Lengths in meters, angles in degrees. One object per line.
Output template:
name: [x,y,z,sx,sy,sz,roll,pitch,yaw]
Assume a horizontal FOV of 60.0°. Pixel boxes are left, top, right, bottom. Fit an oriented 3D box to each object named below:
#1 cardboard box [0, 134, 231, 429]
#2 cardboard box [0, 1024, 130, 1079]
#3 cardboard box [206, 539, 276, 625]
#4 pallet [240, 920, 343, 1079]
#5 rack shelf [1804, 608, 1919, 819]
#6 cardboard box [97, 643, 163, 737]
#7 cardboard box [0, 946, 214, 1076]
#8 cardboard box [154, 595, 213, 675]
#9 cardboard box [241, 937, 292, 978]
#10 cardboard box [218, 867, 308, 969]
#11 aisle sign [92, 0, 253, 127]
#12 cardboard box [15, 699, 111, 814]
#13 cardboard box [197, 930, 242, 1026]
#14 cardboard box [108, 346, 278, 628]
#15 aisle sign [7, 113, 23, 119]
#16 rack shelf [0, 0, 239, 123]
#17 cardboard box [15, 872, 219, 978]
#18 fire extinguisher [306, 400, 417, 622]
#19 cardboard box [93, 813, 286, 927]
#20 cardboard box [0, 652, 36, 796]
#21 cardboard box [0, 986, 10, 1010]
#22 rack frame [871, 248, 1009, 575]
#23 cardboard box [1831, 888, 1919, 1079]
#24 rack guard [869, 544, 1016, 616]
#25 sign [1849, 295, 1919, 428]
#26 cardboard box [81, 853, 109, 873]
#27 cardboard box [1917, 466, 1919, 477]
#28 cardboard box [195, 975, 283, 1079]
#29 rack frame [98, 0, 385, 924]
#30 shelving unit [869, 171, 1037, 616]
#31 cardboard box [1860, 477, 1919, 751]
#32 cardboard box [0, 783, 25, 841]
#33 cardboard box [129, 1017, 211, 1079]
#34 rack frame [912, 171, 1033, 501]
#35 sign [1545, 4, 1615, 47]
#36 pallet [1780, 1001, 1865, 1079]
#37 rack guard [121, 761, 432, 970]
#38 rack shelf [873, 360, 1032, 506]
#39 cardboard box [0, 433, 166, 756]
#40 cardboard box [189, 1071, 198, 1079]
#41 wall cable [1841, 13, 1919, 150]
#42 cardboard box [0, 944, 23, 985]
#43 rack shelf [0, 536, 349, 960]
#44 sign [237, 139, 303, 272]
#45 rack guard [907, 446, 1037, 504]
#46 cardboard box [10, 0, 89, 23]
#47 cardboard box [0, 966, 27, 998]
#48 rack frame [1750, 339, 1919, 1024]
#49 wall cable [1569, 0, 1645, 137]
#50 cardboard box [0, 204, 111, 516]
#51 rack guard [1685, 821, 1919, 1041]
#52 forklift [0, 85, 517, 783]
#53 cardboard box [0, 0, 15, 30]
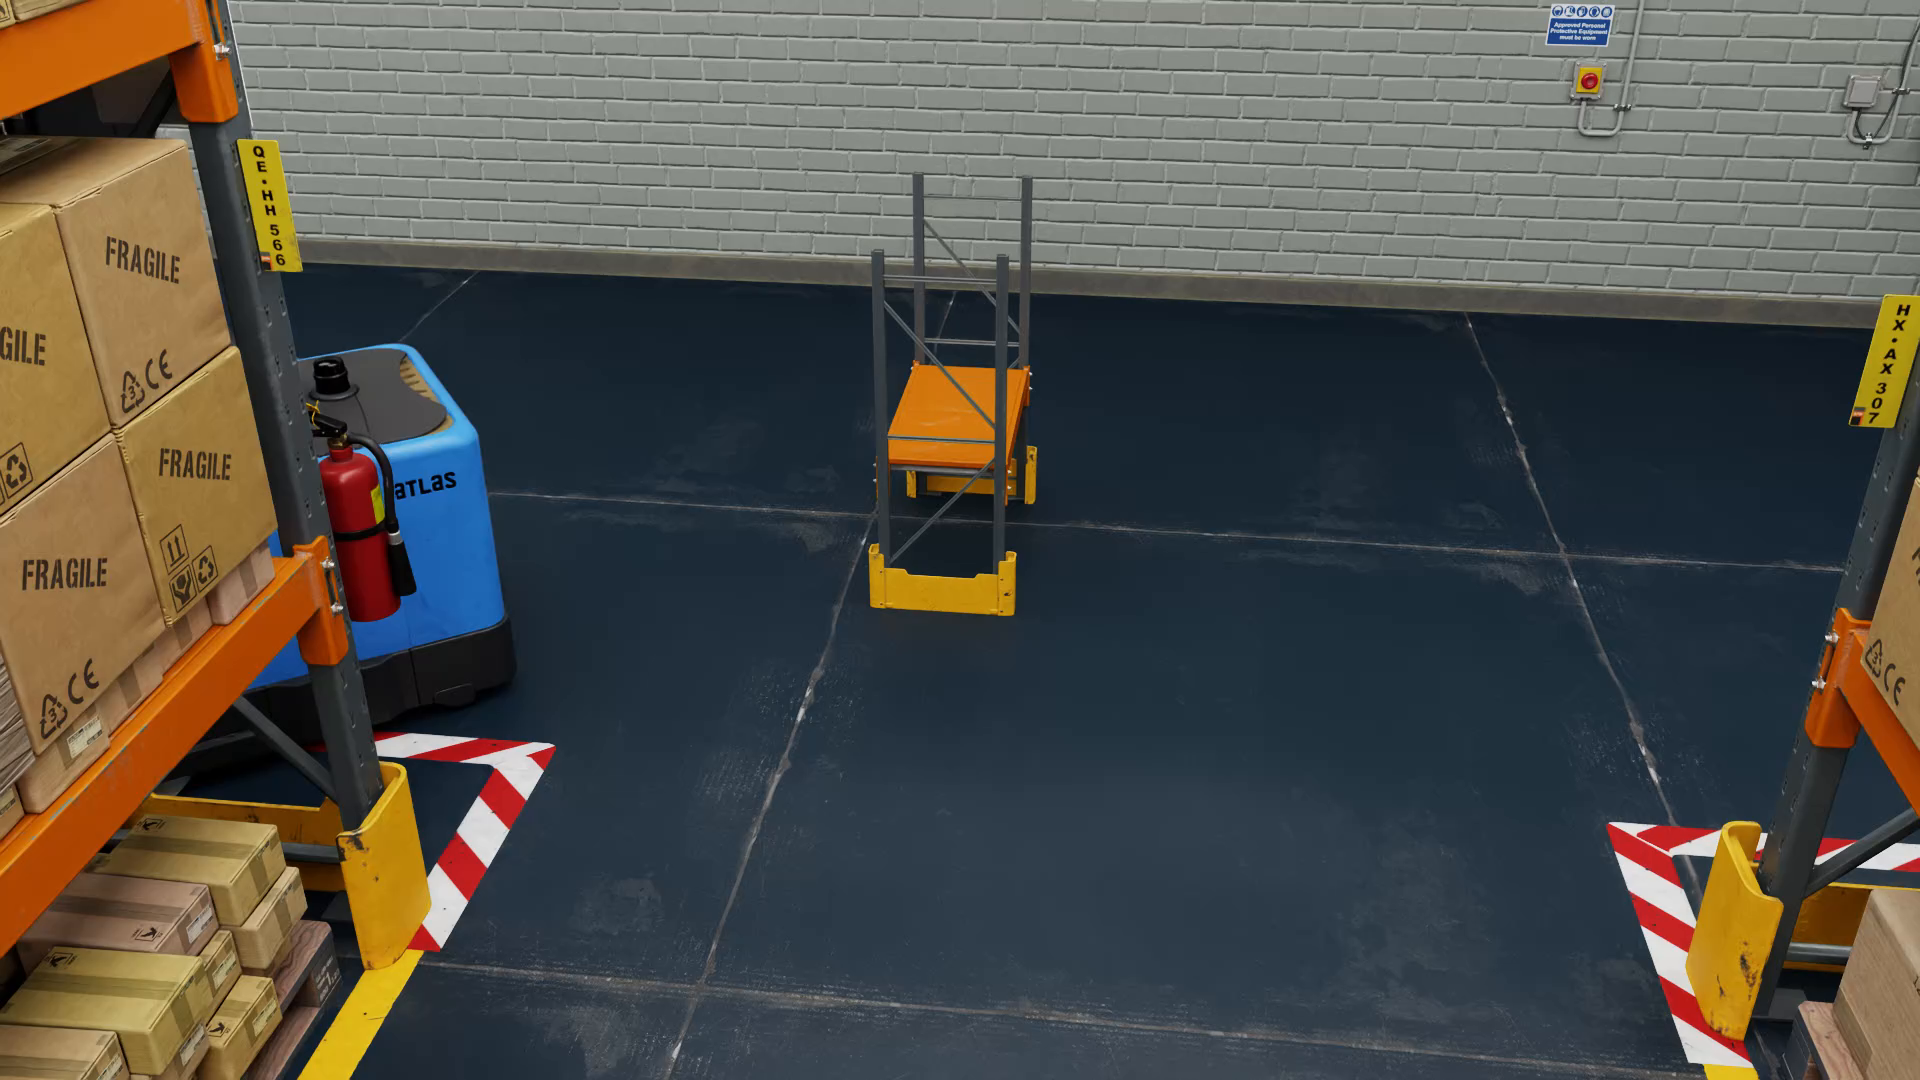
cardboard box: [-2.030,-0.586,3.702,0.500,0.500,0.500,3,28,5]
cardboard box: [-2.122,1.234,3.733,0.380,0.149,0.250,2,28,4]
cardboard box: [-1.980,0.080,4.204,0.380,0.149,0.250,3,28,6]
pallet: [-2.365,1.443,4.349,1.003,0.211,1.213,3,28,6]
rack shelf: [2.459,1.298,2.437,1.077,0.370,4.000,3,28,6]
cardboard box: [-2.064,0.314,3.770,0.380,0.149,0.250,3,28,6]
cardboard box: [-2.028,1.116,3.952,0.380,0.149,0.250,3,28,5]
cardboard box: [-2.048,0.195,3.991,0.380,0.149,0.250,3,28,6]
cardboard box: [-2.078,1.129,4.554,0.380,0.149,0.250,4,29,7]
cardboard box: [-2.002,1.004,4.474,0.380,0.149,0.250,3,28,5]
aisle sign: [-1.914,-1.362,3.875,0.394,0.787,0.004,3,28,6]
cardboard box: [-2.072,0.435,3.545,0.380,0.149,0.250,4,29,8]
cardboard box: [-2.088,1.123,4.251,0.380,0.149,0.250,3,28,5]
cardboard box: [-2.020,-0.149,3.945,0.500,0.500,0.500,4,29,7]
aisle sign: [-2.509,-1.397,3.940,0.394,0.787,0.004,3,28,6]
rack shelf: [-2.466,-0.263,2.172,1.077,0.370,4.000,3,28,6]
cardboard box: [-2.122,0.986,4.192,0.380,0.149,0.250,4,29,7]
fire extinguisher: [-1.732,-0.094,4.737,0.296,0.674,0.183,3,28,6]
cardboard box: [-2.034,0.871,4.406,0.380,0.149,0.250,4,29,7]
cardboard box: [-2.141,0.332,3.052,0.500,0.500,0.500,3,29,6]
cardboard box: [-2.571,1.216,4.079,0.380,0.149,0.250,4,29,7]
rack frame: [-0.073,-0.381,6.376,0.500,1.500,0.032,3,28,6]
cardboard box: [2.723,1.299,3.935,0.875,0.438,0.875,2,28,4]
rack guard: [-0.070,0.160,6.689,0.587,0.250,0.087,3,28,6]
sign: [2.154,-0.412,3.855,0.100,0.325,0.005,3,28,6]
cardboard box: [-2.540,0.970,4.536,0.380,0.149,0.250,5,29,8]
cardboard box: [2.363,-0.235,3.365,0.500,0.500,0.500,3,28,5]
cardboard box: [-2.009,1.256,4.318,0.380,0.149,0.250,4,29,8]
rack frame: [-2.221,-0.201,4.460,1.000,3.000,0.127,3,28,6]
shelving unit: [-0.009,-0.624,6.828,0.587,1.500,1.083,3,28,6]
cardboard box: [2.361,0.205,3.602,0.500,0.500,0.500,3,28,6]
cardboard box: [-2.133,0.557,3.318,0.380,0.149,0.250,2,28,4]
cardboard box: [-2.064,1.248,4.020,0.380,0.149,0.250,2,28,4]
rack frame: [0.052,-0.859,7.264,0.500,1.500,0.032,3,28,6]
sign: [3.332,-2.767,8.938,0.327,0.218,0.001,3,28,6]
pallet: [2.684,1.648,3.969,1.003,0.211,1.213,3,28,6]
rack guard: [-2.230,0.935,4.986,1.175,0.500,0.348,3,28,6]
rack shelf: [-0.010,-0.462,6.905,0.538,0.185,1.000,3,28,6]
cardboard box: [-2.089,0.093,3.496,0.500,0.500,0.500,3,28,5]
cardboard box: [-2.127,1.376,4.097,0.380,0.149,0.250,3,28,6]
wall cable: [4.781,-2.987,8.560,0.588,1.984,0.122,3,28,6]
cardboard box: [-2.537,0.971,4.220,0.380,0.149,0.250,4,29,7]
rack shelf: [-2.466,1.057,2.883,1.077,0.370,4.000,3,28,6]
sign: [-1.672,-0.808,4.033,0.100,0.325,0.005,3,28,6]
rack guard: [0.052,-0.309,7.559,0.587,0.250,0.087,3,28,6]
cardboard box: [-2.014,-1.226,3.358,0.500,0.250,0.500,3,28,5]
cardboard box: [-2.629,1.096,4.303,0.380,0.149,0.250,3,28,6]
rack frame: [2.704,0.039,4.014,1.000,3.000,0.127,3,28,6]
wall cable: [3.372,-3.077,8.695,0.585,1.953,0.123,3,28,6]
cardboard box: [-2.092,-0.348,3.259,0.500,0.500,0.500,2,28,4]
rack guard: [2.707,1.129,4.628,1.175,0.500,0.348,3,28,6]
forklift: [-3.188,-0.579,5.235,3.031,2.935,1.130,-15,32,-26]
cardboard box: [-2.069,-0.985,2.912,0.500,0.250,0.500,3,28,6]
